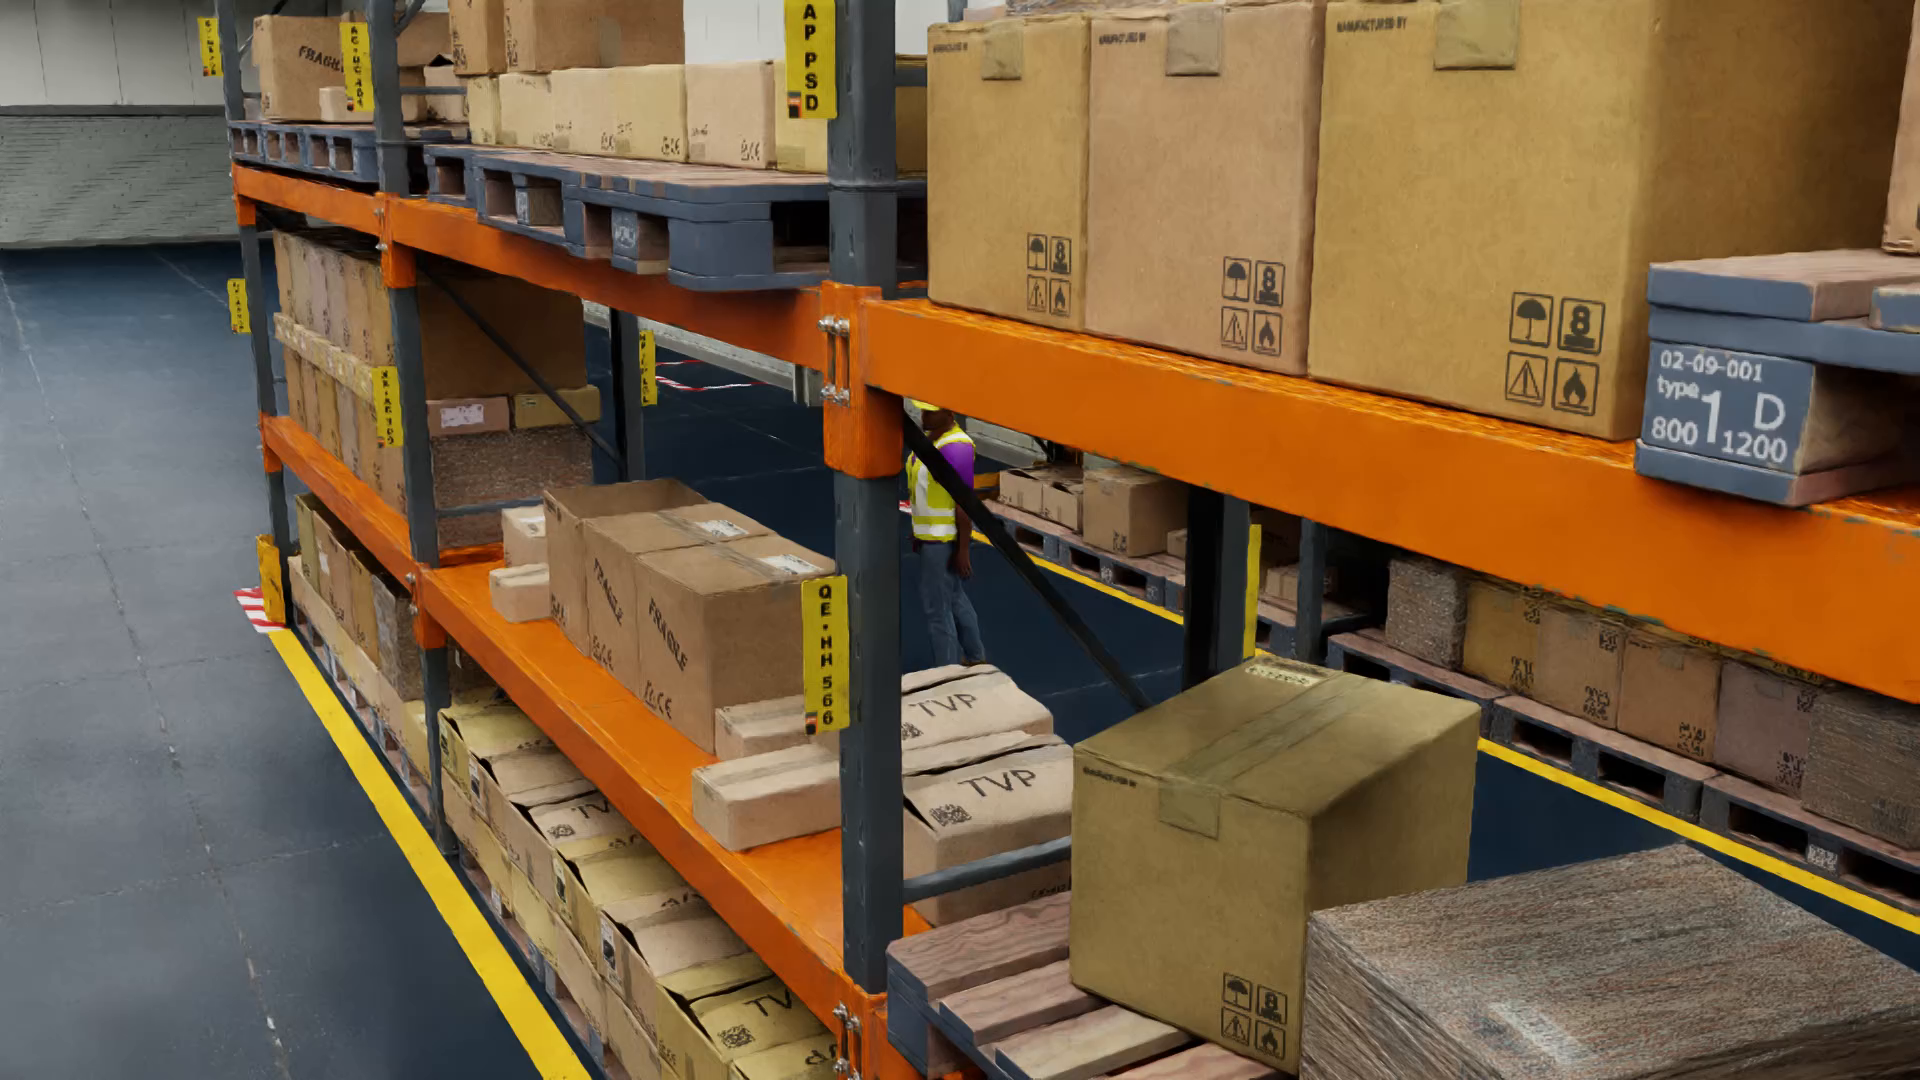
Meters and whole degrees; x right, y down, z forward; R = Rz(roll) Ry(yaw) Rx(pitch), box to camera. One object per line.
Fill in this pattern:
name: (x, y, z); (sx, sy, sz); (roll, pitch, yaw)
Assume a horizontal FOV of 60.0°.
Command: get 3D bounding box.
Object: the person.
person: (-0.073, -0.044, 9.140); (0.494, 1.772, 0.724); (-1, 15, -6)
